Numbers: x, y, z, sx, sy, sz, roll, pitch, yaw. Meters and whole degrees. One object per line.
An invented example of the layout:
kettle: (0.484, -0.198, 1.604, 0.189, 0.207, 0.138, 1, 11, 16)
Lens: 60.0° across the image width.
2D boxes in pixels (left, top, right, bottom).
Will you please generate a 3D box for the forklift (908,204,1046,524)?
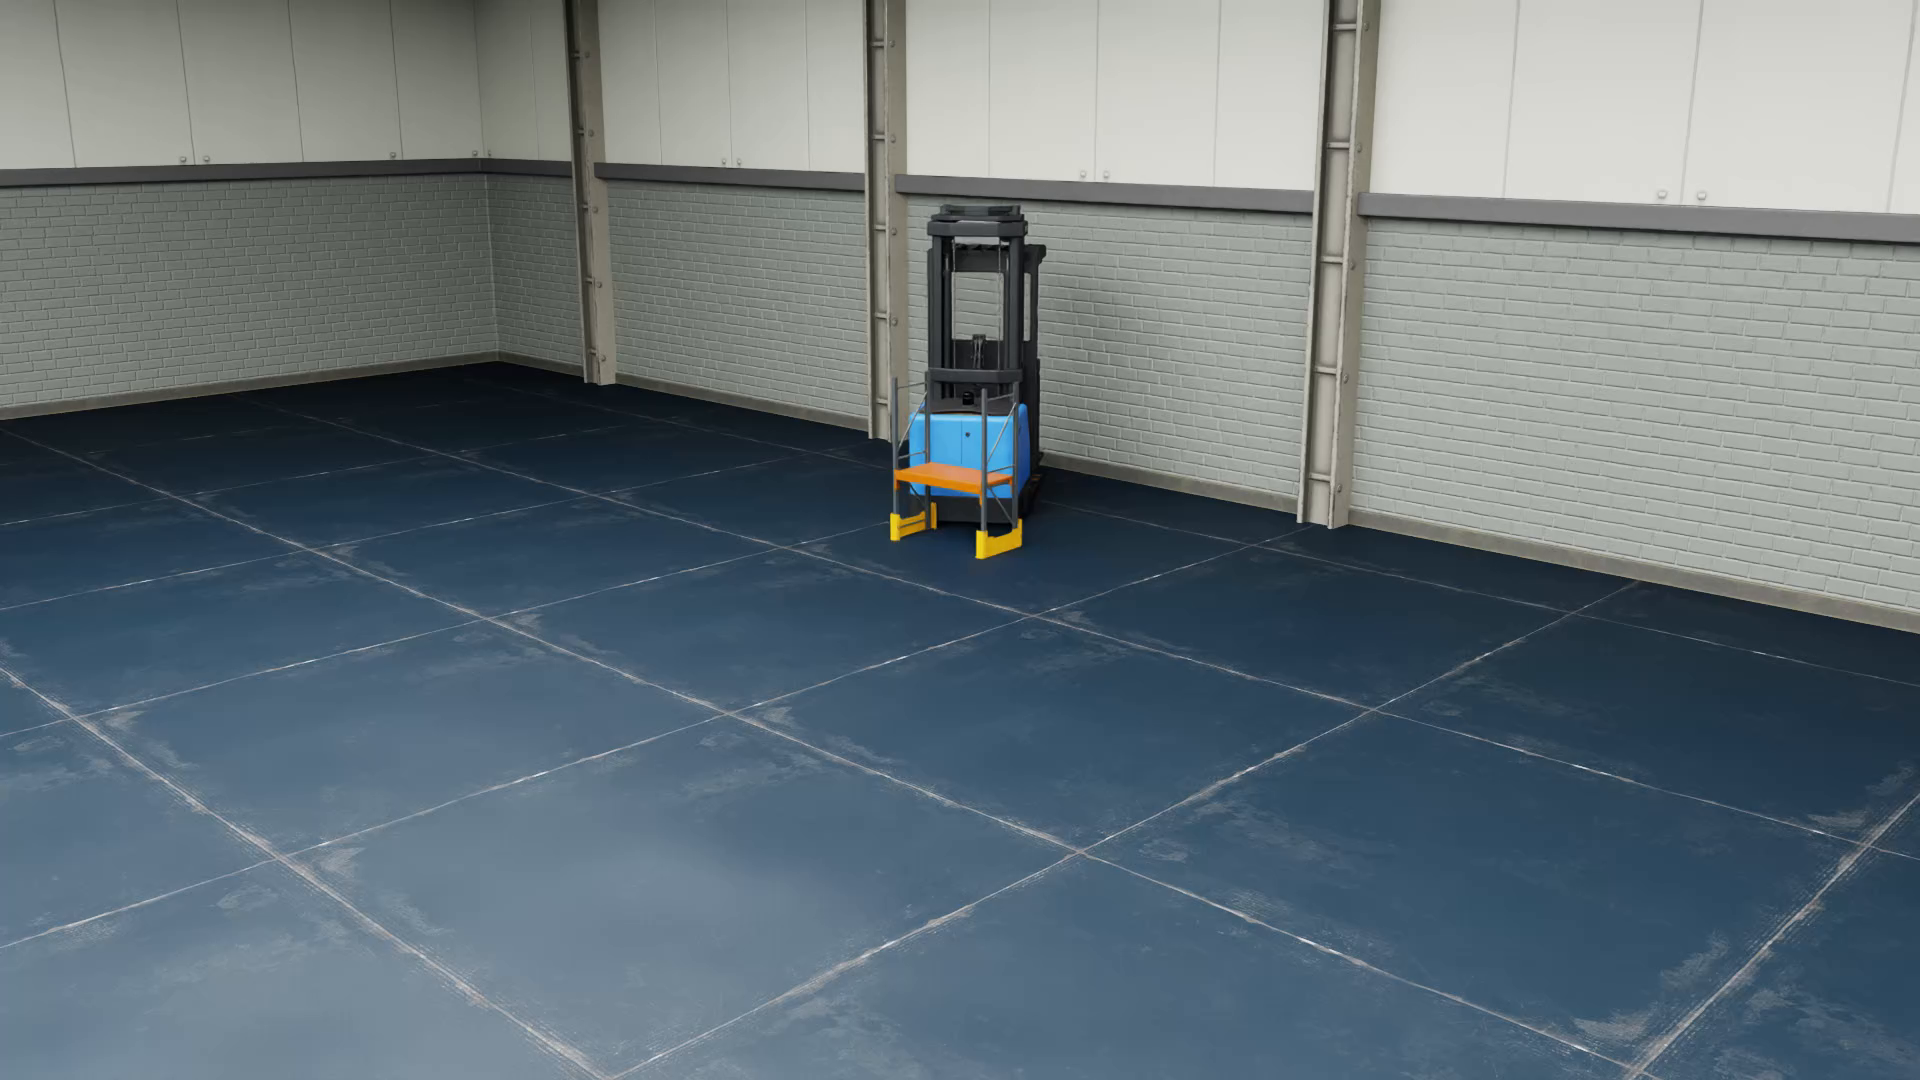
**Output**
forklift: (0.264, -1.896, 16.715, 1.130, 2.935, 3.031, 2, 15, 9)

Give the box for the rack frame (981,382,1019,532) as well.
rack frame: (0.353, -0.617, 14.643, 0.032, 1.500, 0.500, 11, 18, 37)

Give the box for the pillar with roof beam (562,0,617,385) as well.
pillar with roof beam: (-8.159, -5.839, 19.812, 0.400, 9.000, 9.100, 14, 20, 42)

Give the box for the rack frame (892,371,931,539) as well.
rack frame: (-0.442, -0.777, 15.257, 0.032, 1.500, 0.500, 11, 18, 37)

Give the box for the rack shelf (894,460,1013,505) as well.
rack shelf: (-0.045, -0.523, 14.995, 1.000, 0.185, 0.538, 11, 18, 37)

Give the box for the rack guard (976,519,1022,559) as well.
rack guard: (0.352, -0.012, 14.802, 0.087, 0.250, 0.587, 11, 18, 37)

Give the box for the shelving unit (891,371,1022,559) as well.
shelving unit: (-0.038, -0.695, 14.944, 1.083, 1.500, 0.587, 11, 18, 37)

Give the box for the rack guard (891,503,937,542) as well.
rack guard: (-0.427, -0.169, 15.402, 0.087, 0.250, 0.587, 11, 18, 37)

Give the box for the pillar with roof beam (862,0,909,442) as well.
pillar with roof beam: (-3.840, -4.789, 15.782, 0.400, 9.000, 9.100, 14, 20, 42)

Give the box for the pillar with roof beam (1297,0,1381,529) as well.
pillar with roof beam: (0.479, -3.739, 11.752, 0.400, 9.000, 9.100, 14, 20, 42)
